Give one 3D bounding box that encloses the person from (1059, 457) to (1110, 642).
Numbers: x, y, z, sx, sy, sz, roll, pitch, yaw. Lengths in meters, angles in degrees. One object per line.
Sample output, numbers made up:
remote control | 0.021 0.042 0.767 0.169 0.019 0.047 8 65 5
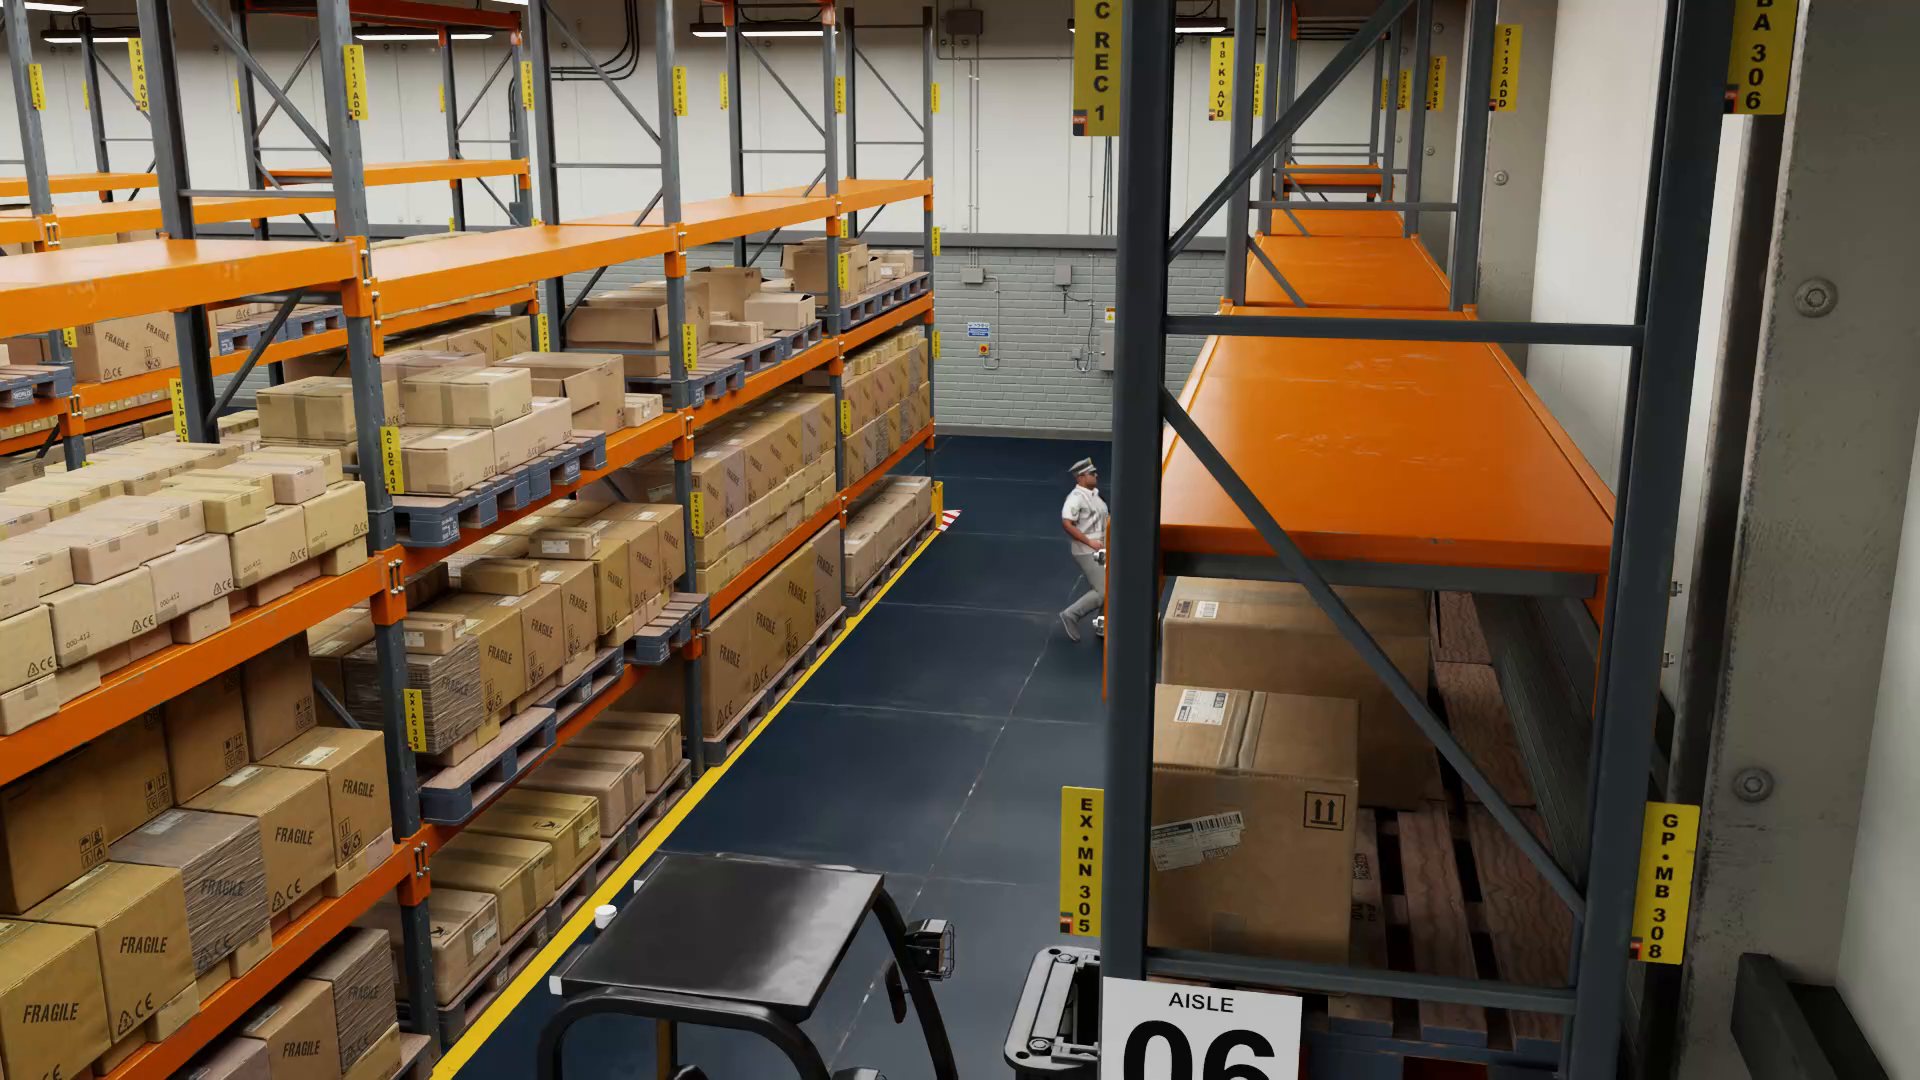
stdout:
person | 1.303 0.090 15.697 0.648 1.755 0.702 5 15 18
